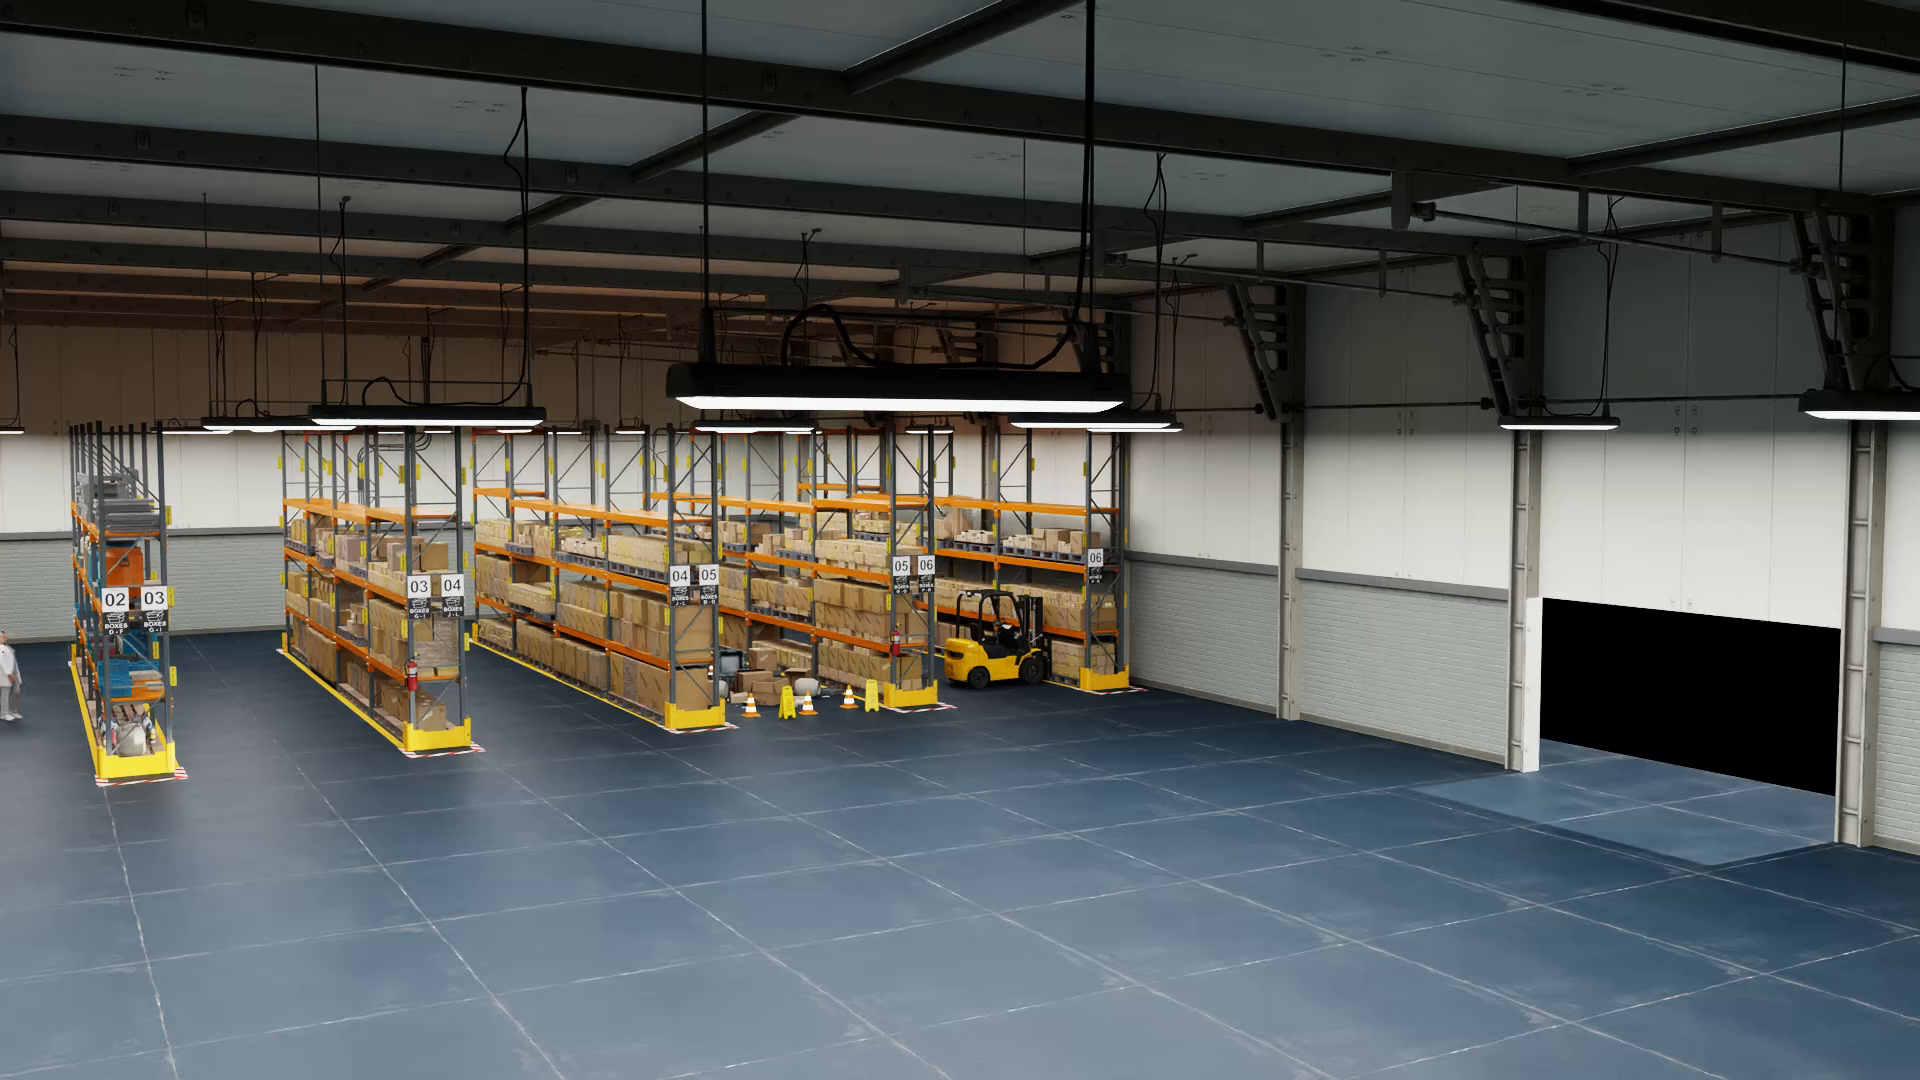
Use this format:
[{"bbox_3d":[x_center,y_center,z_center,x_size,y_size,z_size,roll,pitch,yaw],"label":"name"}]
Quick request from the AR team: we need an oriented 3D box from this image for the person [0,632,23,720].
[{"bbox_3d":[-19.290,2.774,33.745,0.577,1.832,0.669,0,4,7],"label":"person"}]
